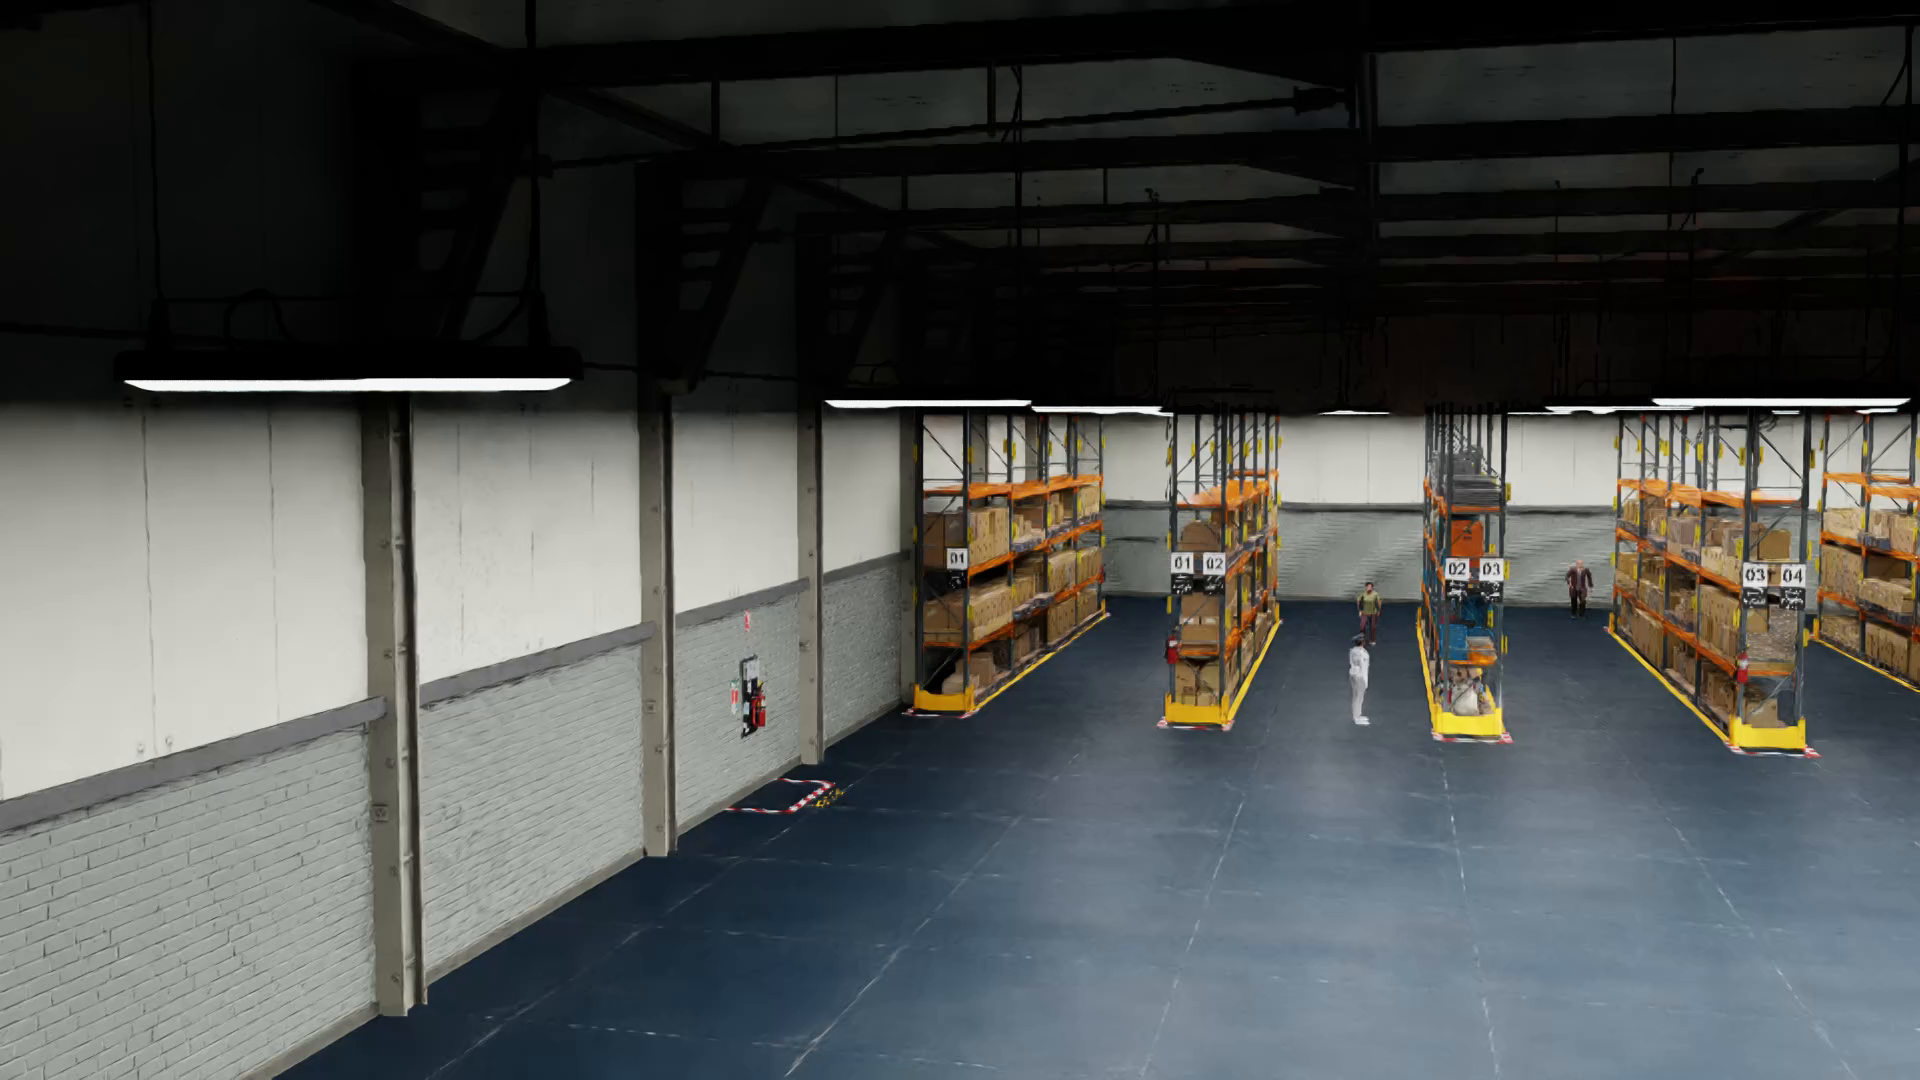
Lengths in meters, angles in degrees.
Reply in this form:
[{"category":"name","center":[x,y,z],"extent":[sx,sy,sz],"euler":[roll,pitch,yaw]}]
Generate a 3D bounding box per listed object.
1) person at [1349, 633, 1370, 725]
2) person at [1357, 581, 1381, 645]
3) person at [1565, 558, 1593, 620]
[{"category":"person","center":[7.485,2.579,31.058],"extent":[0.409,1.676,0.532],"euler":[-1,4,-16]},{"category":"person","center":[10.272,1.836,41.785],"extent":[0.598,1.617,0.503],"euler":[1,4,12]},{"category":"person","center":[17.545,1.375,47.154],"extent":[0.741,1.741,0.741],"euler":[1,4,18]}]
